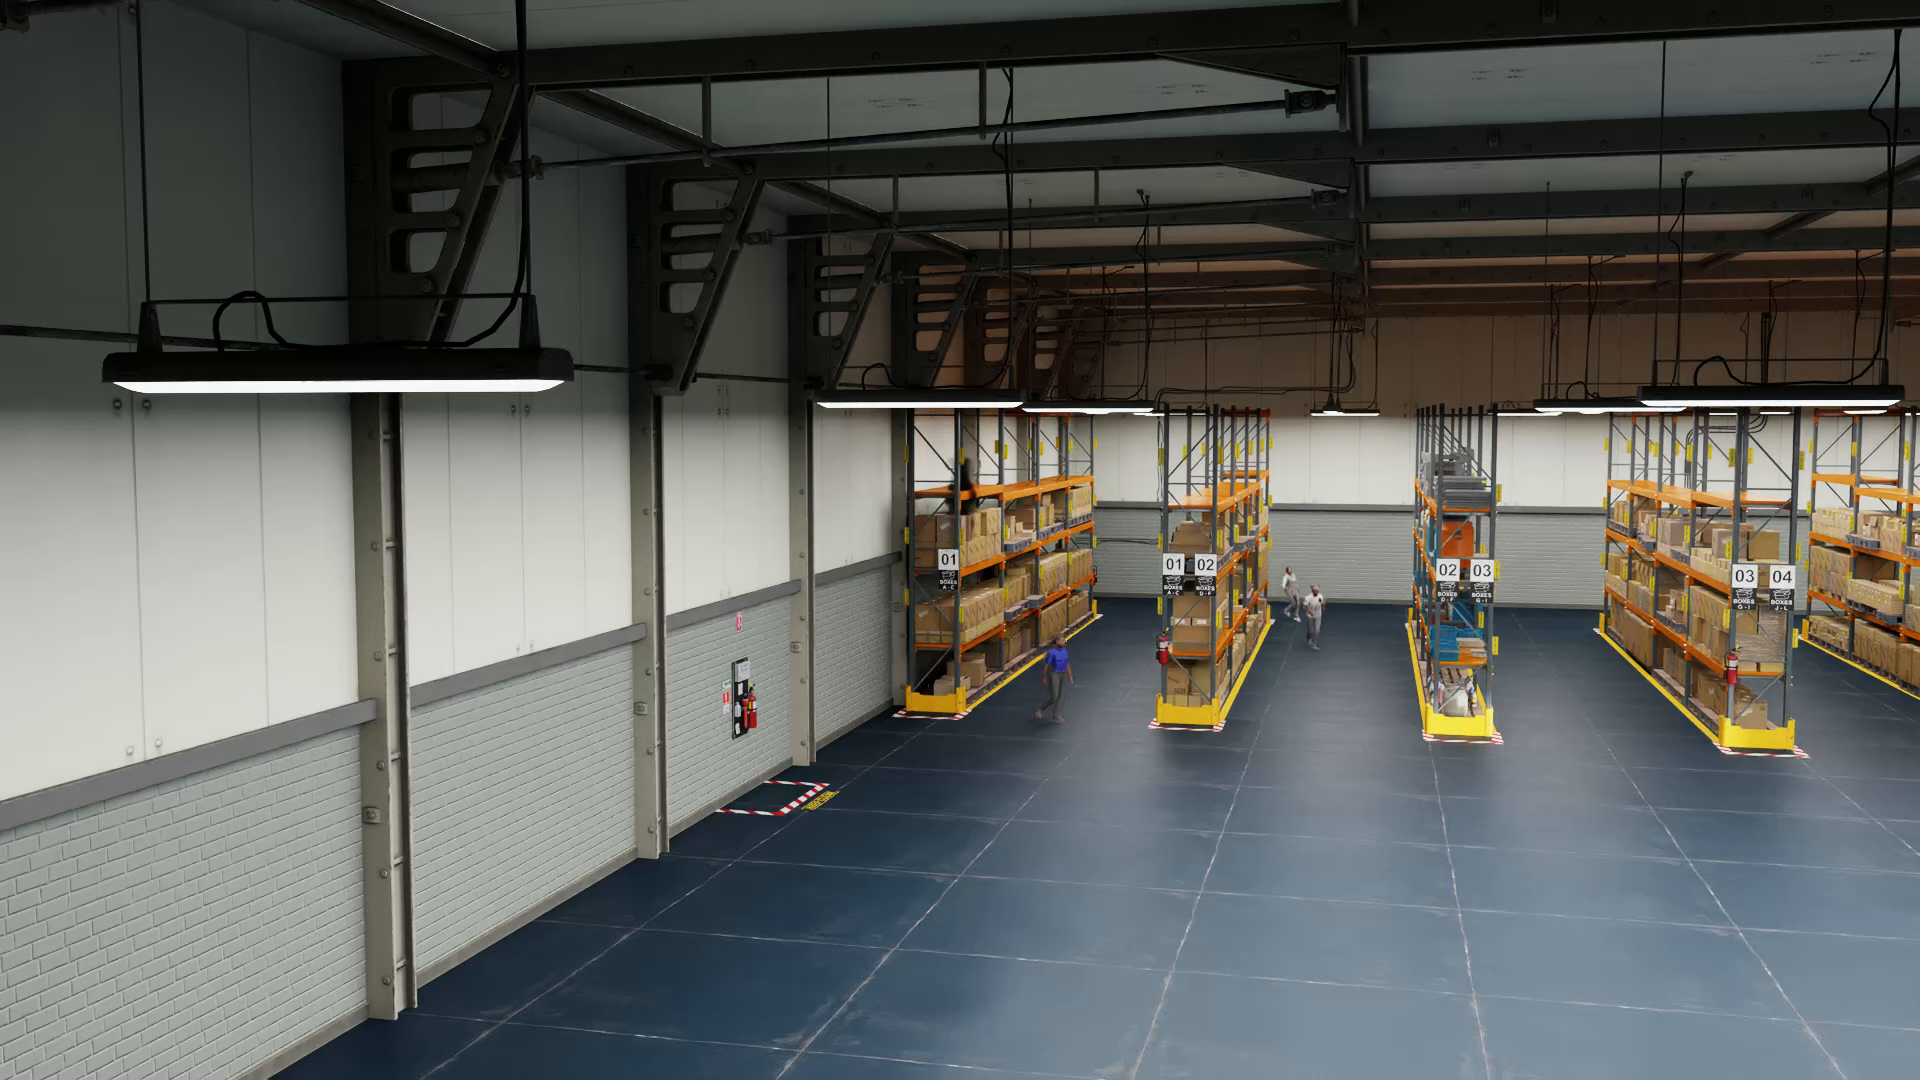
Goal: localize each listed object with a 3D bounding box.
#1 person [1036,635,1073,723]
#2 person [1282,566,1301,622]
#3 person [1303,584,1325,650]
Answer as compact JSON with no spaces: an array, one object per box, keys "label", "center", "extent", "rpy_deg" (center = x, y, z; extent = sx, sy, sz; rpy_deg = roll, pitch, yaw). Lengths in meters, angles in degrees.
[{"label":"person","center":[1.759,2.613,31.379],"extent":[0.599,1.651,0.558],"rpy_deg":[-4,6,-42]},{"label":"person","center":[9.395,1.528,47.167],"extent":[0.593,1.576,0.627],"rpy_deg":[-3,5,-33]},{"label":"person","center":[8.824,1.899,41.485],"extent":[0.574,1.642,0.721],"rpy_deg":[0,4,2]}]
